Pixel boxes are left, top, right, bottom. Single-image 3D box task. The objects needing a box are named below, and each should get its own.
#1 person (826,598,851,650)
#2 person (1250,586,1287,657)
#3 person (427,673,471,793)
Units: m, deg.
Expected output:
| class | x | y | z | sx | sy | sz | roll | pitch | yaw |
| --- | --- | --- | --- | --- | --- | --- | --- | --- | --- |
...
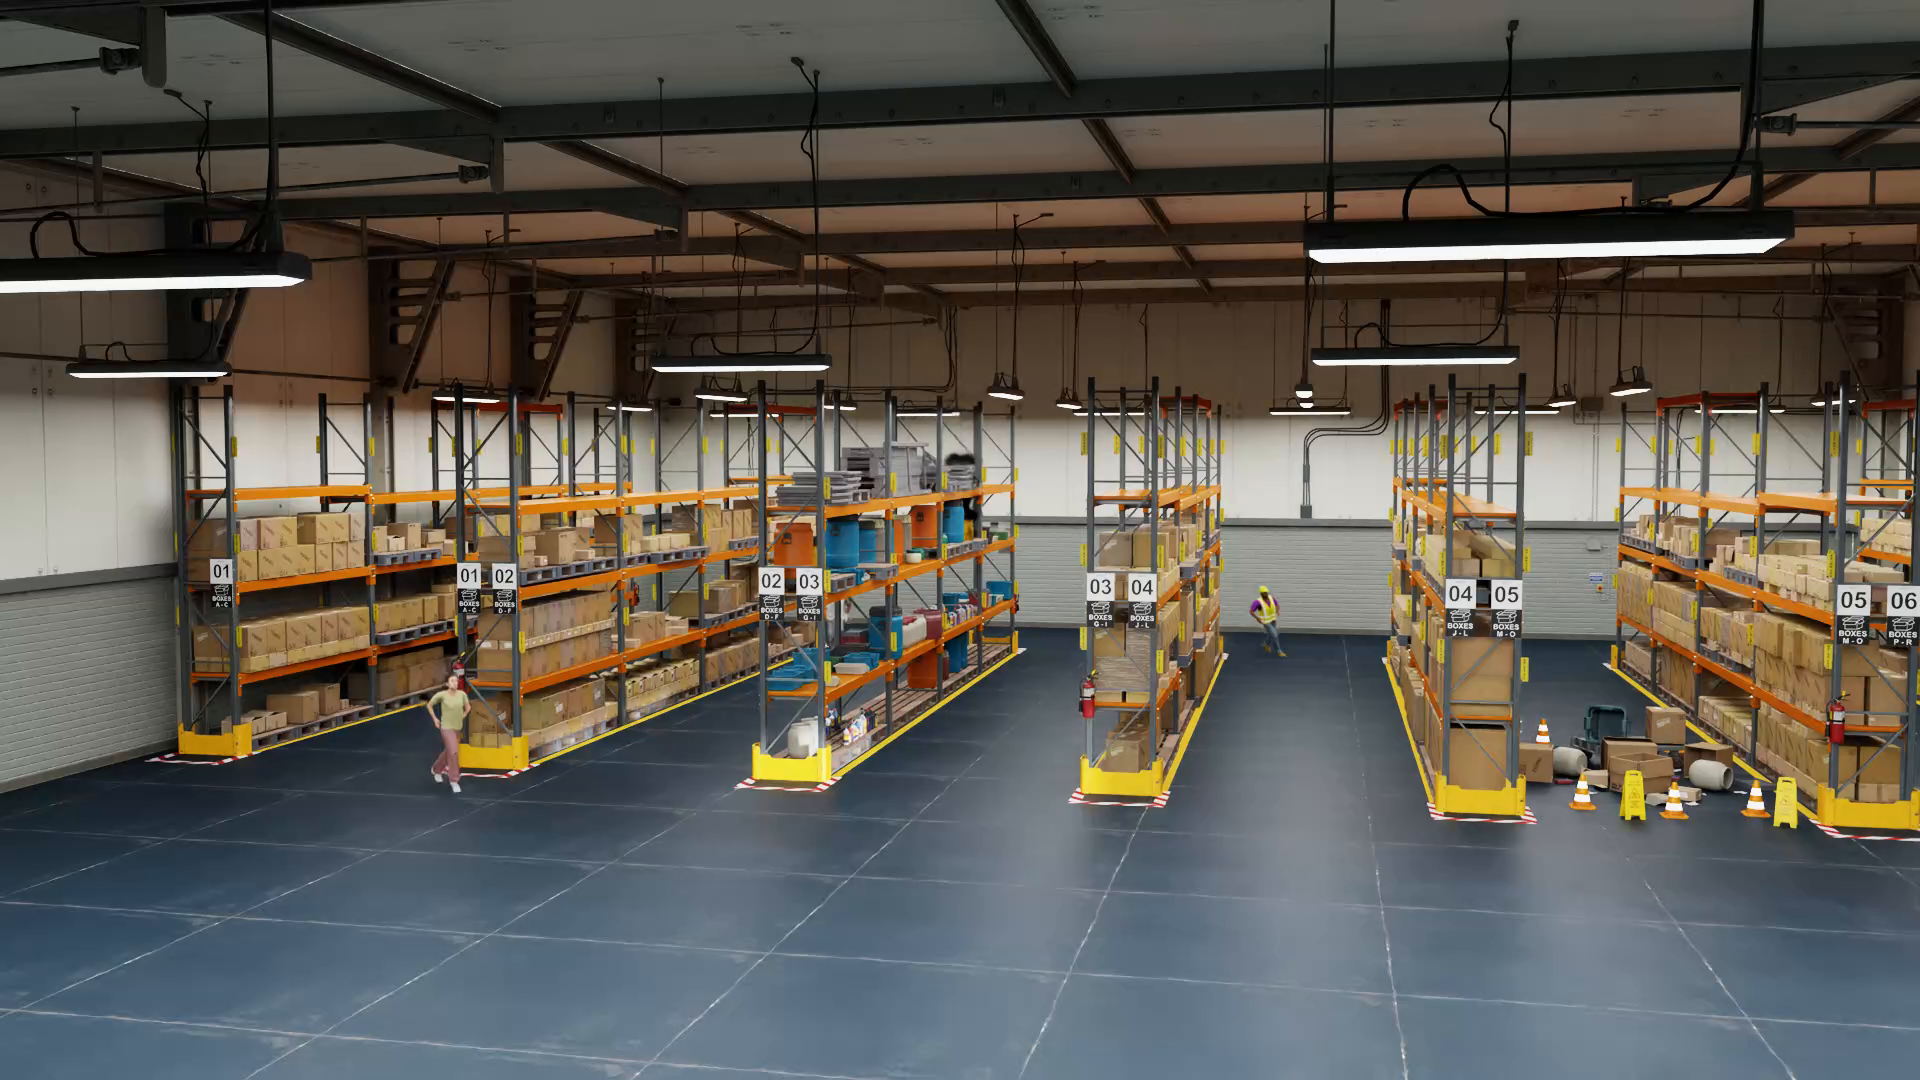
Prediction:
| class | x | y | z | sx | sy | sz | roll | pitch | yaw |
| --- | --- | --- | --- | --- | --- | --- | --- | --- | --- |
| person | -2.757 | 1.778 | 36.946 | 0.670 | 1.762 | 0.777 | 0 | 3 | 0 |
| person | 7.316 | 1.936 | 39.698 | 0.824 | 1.692 | 0.842 | -2 | 4 | -33 |
| person | -7.466 | 2.793 | 24.394 | 0.879 | 1.689 | 0.584 | 3 | 4 | 39 |
